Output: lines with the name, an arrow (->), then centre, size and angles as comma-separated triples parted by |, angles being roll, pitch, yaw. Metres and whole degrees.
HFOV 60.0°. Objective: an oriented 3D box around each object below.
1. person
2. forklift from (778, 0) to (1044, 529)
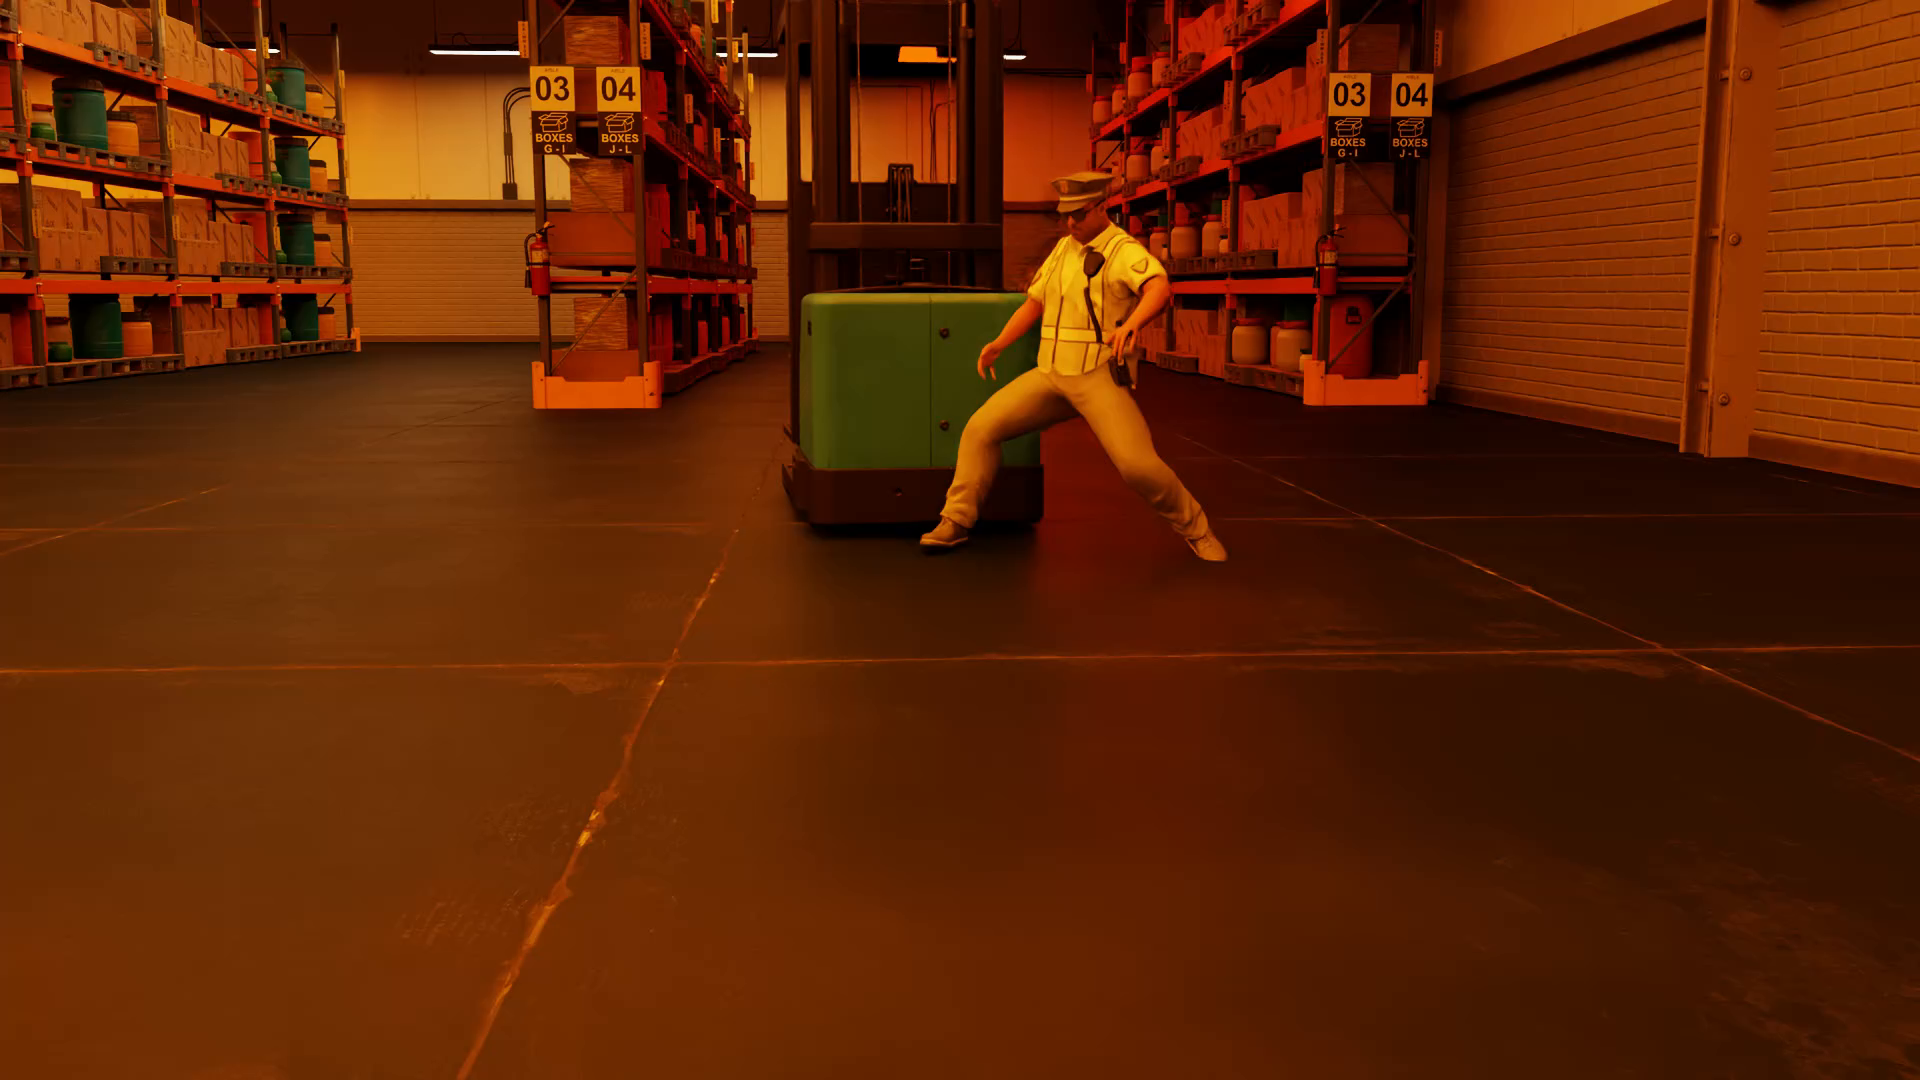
person -> 0.477, -0.694, 6.804 | 0.964, 1.599, 1.069 | -8, 11, -42
forklift -> -0.364, -1.678, 8.635 | 1.130, 2.935, 3.031 | -1, 9, -9
